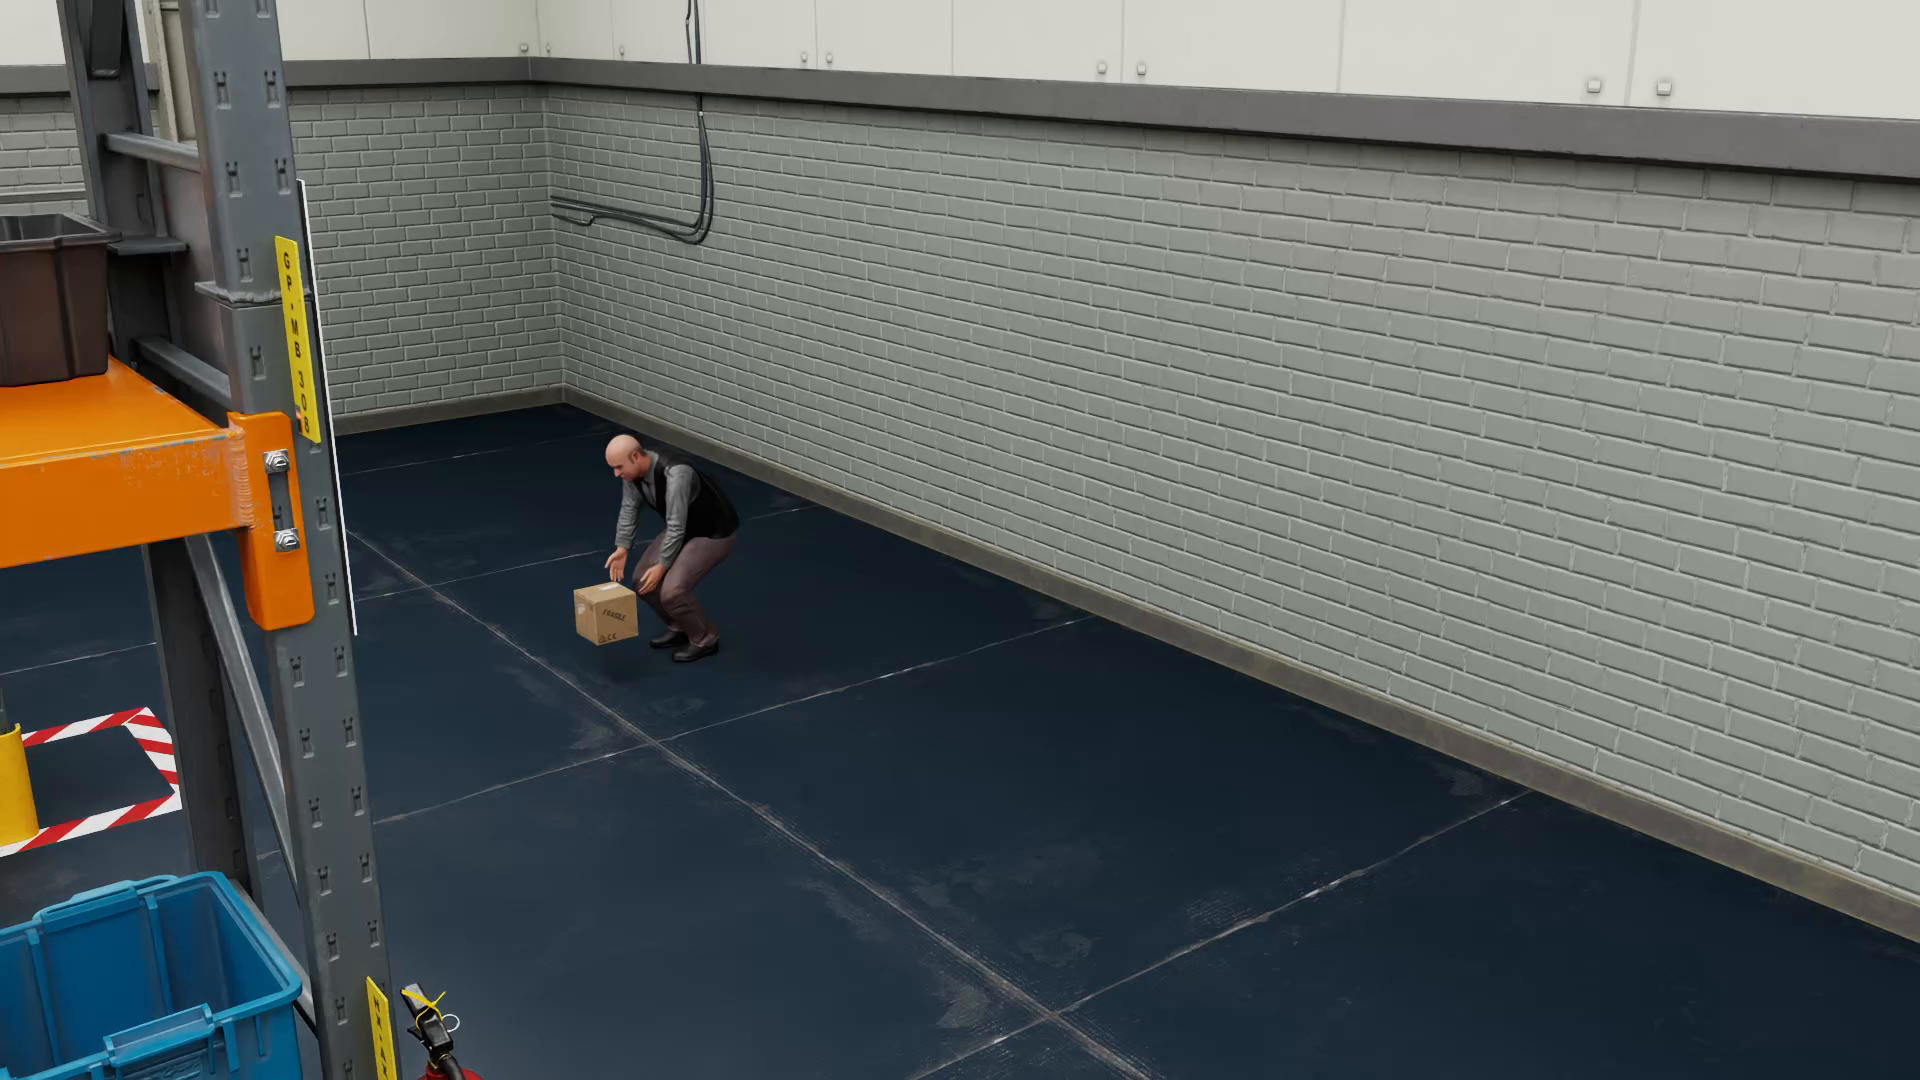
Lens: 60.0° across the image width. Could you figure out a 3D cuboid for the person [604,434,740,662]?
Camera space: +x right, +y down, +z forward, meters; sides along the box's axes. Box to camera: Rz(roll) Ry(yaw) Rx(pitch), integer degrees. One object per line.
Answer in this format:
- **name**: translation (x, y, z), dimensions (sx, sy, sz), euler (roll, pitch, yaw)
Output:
- **person**: translation (-1.583, 0.015, 9.221), dimensions (0.754, 1.318, 0.590), euler (-13, 22, -36)
